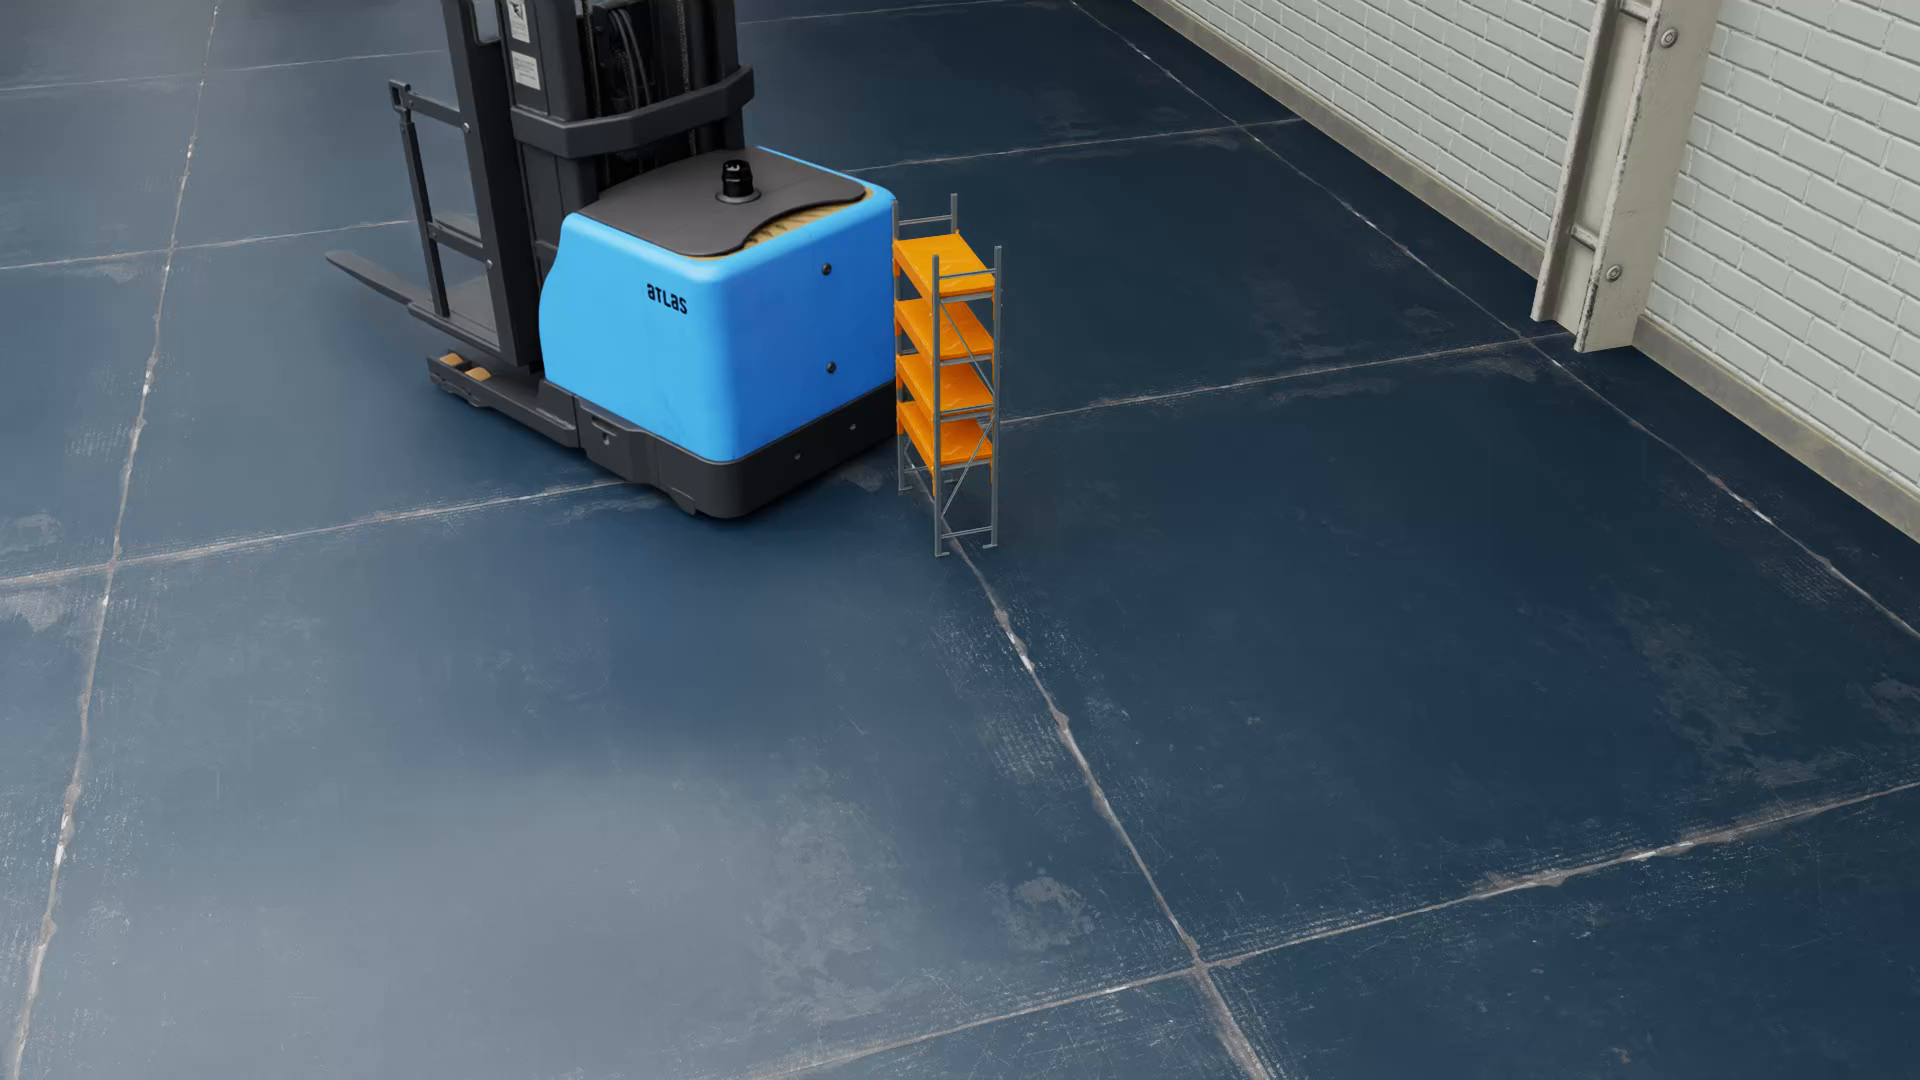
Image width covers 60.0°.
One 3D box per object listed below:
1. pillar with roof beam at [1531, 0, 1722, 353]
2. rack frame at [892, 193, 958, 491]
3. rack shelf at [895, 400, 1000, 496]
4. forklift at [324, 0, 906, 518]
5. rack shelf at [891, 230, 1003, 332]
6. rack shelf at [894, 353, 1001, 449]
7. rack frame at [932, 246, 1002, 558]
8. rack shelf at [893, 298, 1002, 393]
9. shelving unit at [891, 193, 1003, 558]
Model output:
[{"bbox_3d":[-1.205,-4.007,4.152,9.100,9.000,0.400,-10,35,-15],"label":"pillar with roof beam"},{"bbox_3d":[-0.125,-0.716,6.245,0.240,1.200,0.015,-10,35,-15],"label":"rack frame"},{"bbox_3d":[-0.051,-0.366,6.197,0.258,0.148,0.480,-10,35,-15],"label":"rack shelf"},{"bbox_3d":[-1.664,-1.986,6.596,3.031,2.935,1.130,26,41,33],"label":"forklift"},{"bbox_3d":[-0.051,-0.915,5.834,0.258,0.148,0.480,-10,35,-15],"label":"rack shelf"},{"bbox_3d":[-0.051,-0.531,6.088,0.258,0.148,0.480,-10,35,-15],"label":"rack shelf"},{"bbox_3d":[0.024,-0.459,5.857,0.240,1.200,0.015,-10,35,-15],"label":"rack frame"},{"bbox_3d":[-0.051,-0.718,5.964,0.258,0.148,0.480,-10,35,-15],"label":"rack shelf"},{"bbox_3d":[-0.051,-0.587,6.051,0.258,1.200,0.503,-10,35,-15],"label":"shelving unit"}]
